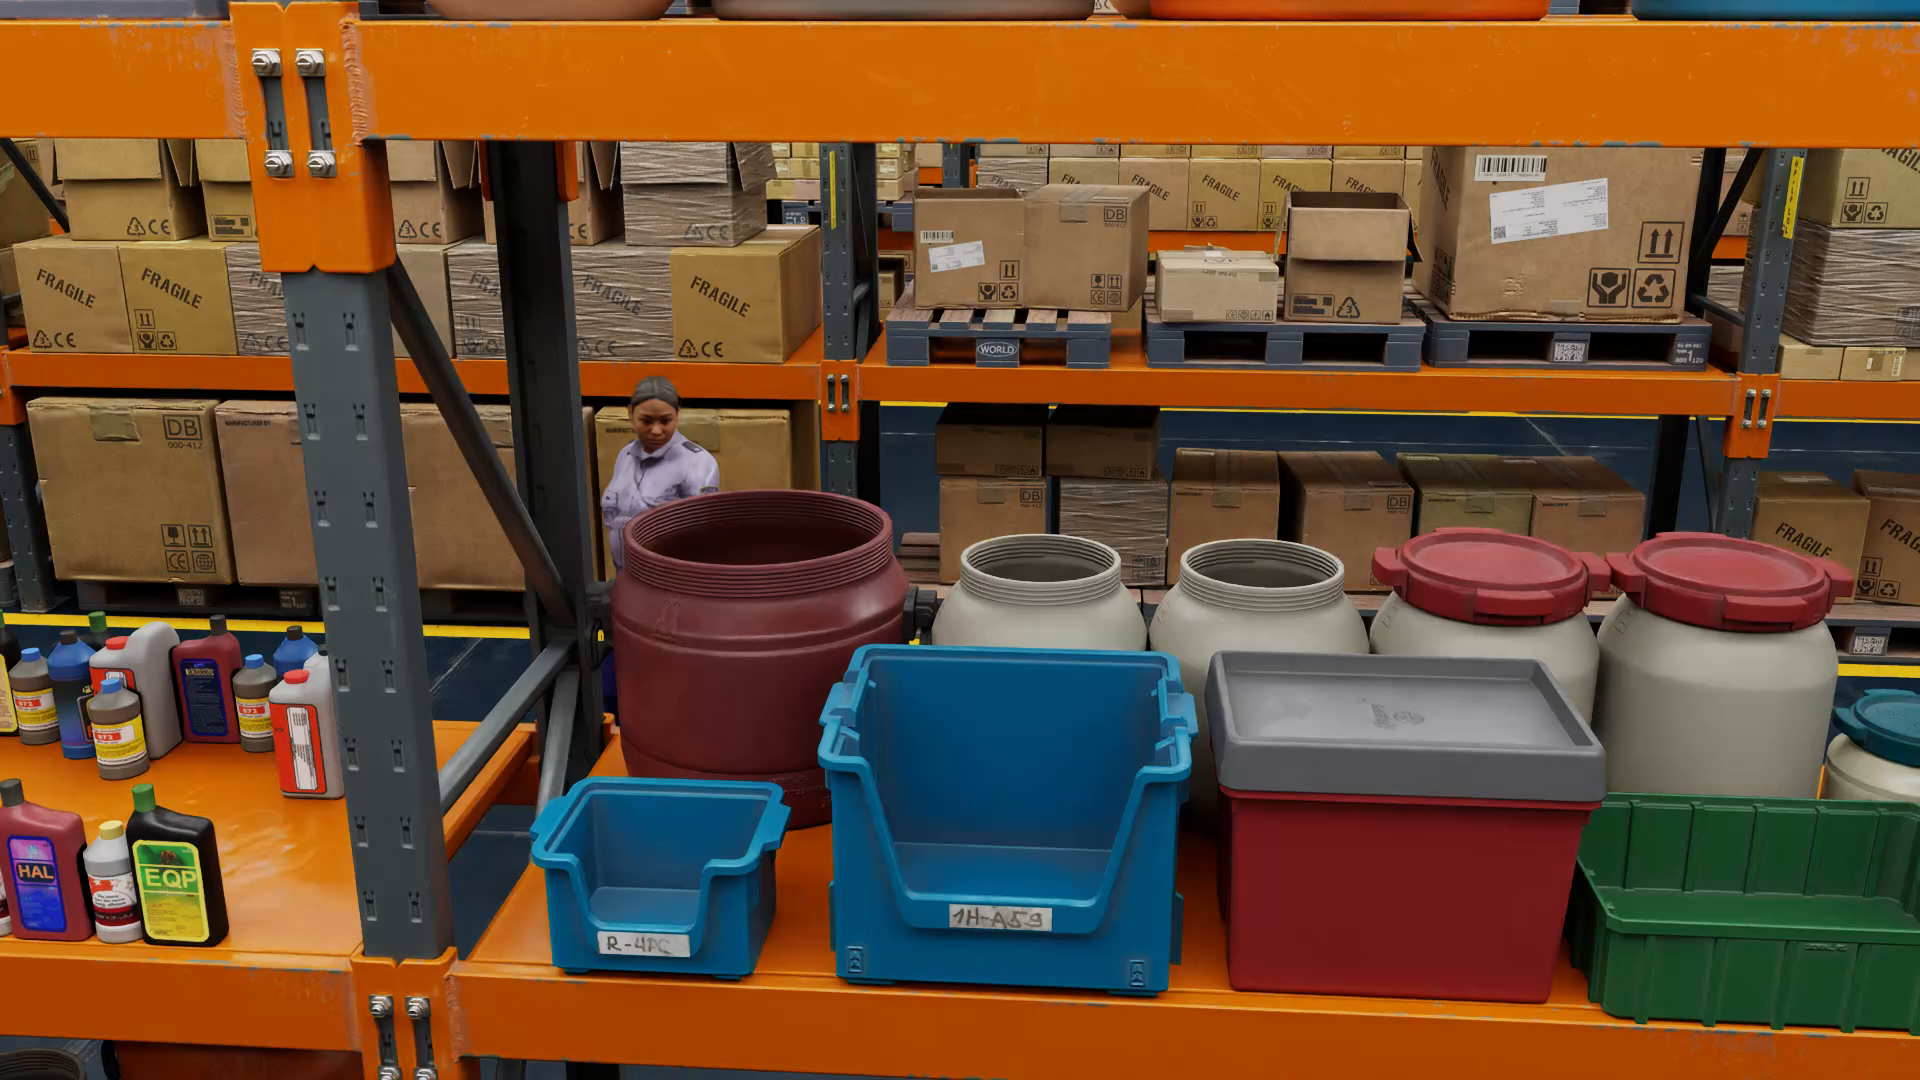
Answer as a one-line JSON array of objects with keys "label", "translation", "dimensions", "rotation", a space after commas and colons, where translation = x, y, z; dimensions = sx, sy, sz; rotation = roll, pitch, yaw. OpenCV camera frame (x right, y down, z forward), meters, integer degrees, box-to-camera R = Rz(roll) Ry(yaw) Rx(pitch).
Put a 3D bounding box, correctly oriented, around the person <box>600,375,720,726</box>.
[{"label": "person", "translation": [-1.012, 0.215, 5.924], "dimensions": [0.523, 1.647, 0.748], "rotation": [14, 23, 38]}]
